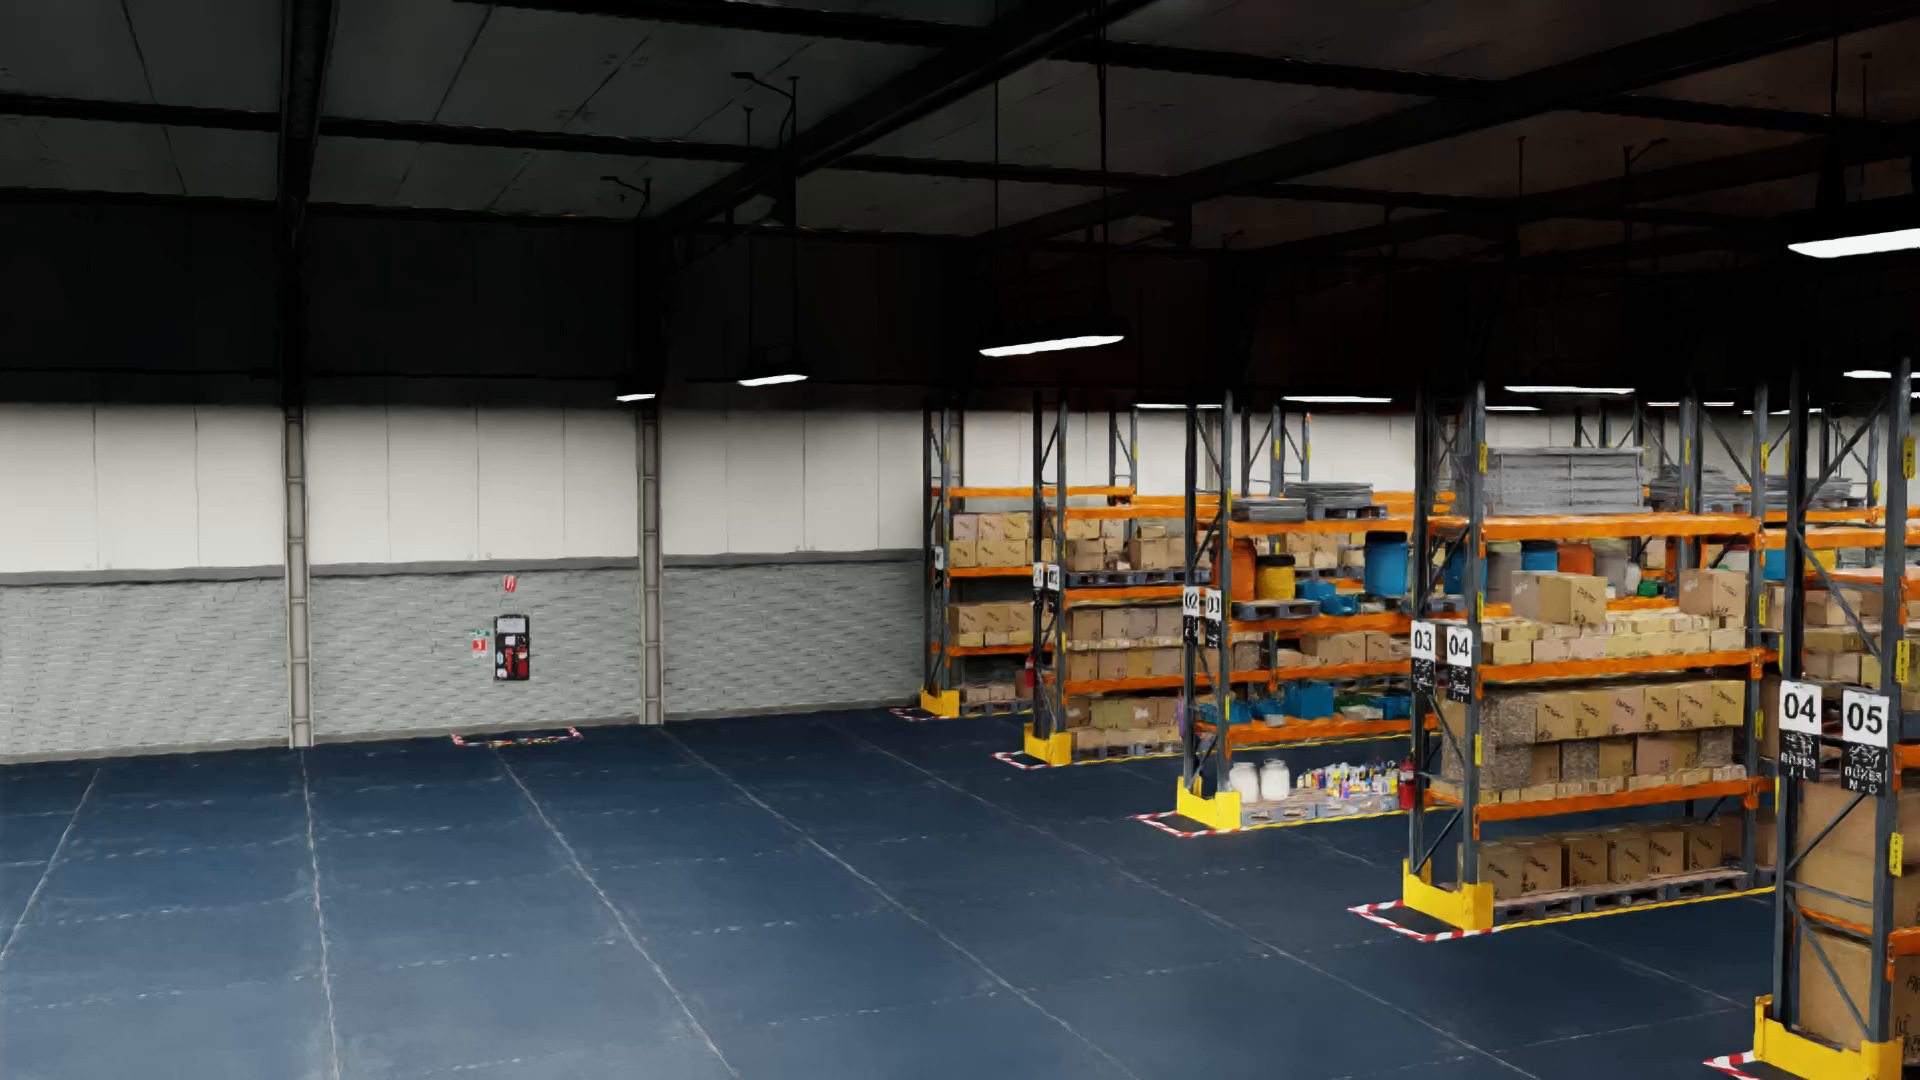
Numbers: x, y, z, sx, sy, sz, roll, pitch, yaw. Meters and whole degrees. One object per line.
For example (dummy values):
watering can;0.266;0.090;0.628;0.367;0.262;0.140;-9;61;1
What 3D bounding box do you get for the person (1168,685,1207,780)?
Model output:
person;3.466;2.922;24.911;0.774;1.530;0.569;-3;4;-41
